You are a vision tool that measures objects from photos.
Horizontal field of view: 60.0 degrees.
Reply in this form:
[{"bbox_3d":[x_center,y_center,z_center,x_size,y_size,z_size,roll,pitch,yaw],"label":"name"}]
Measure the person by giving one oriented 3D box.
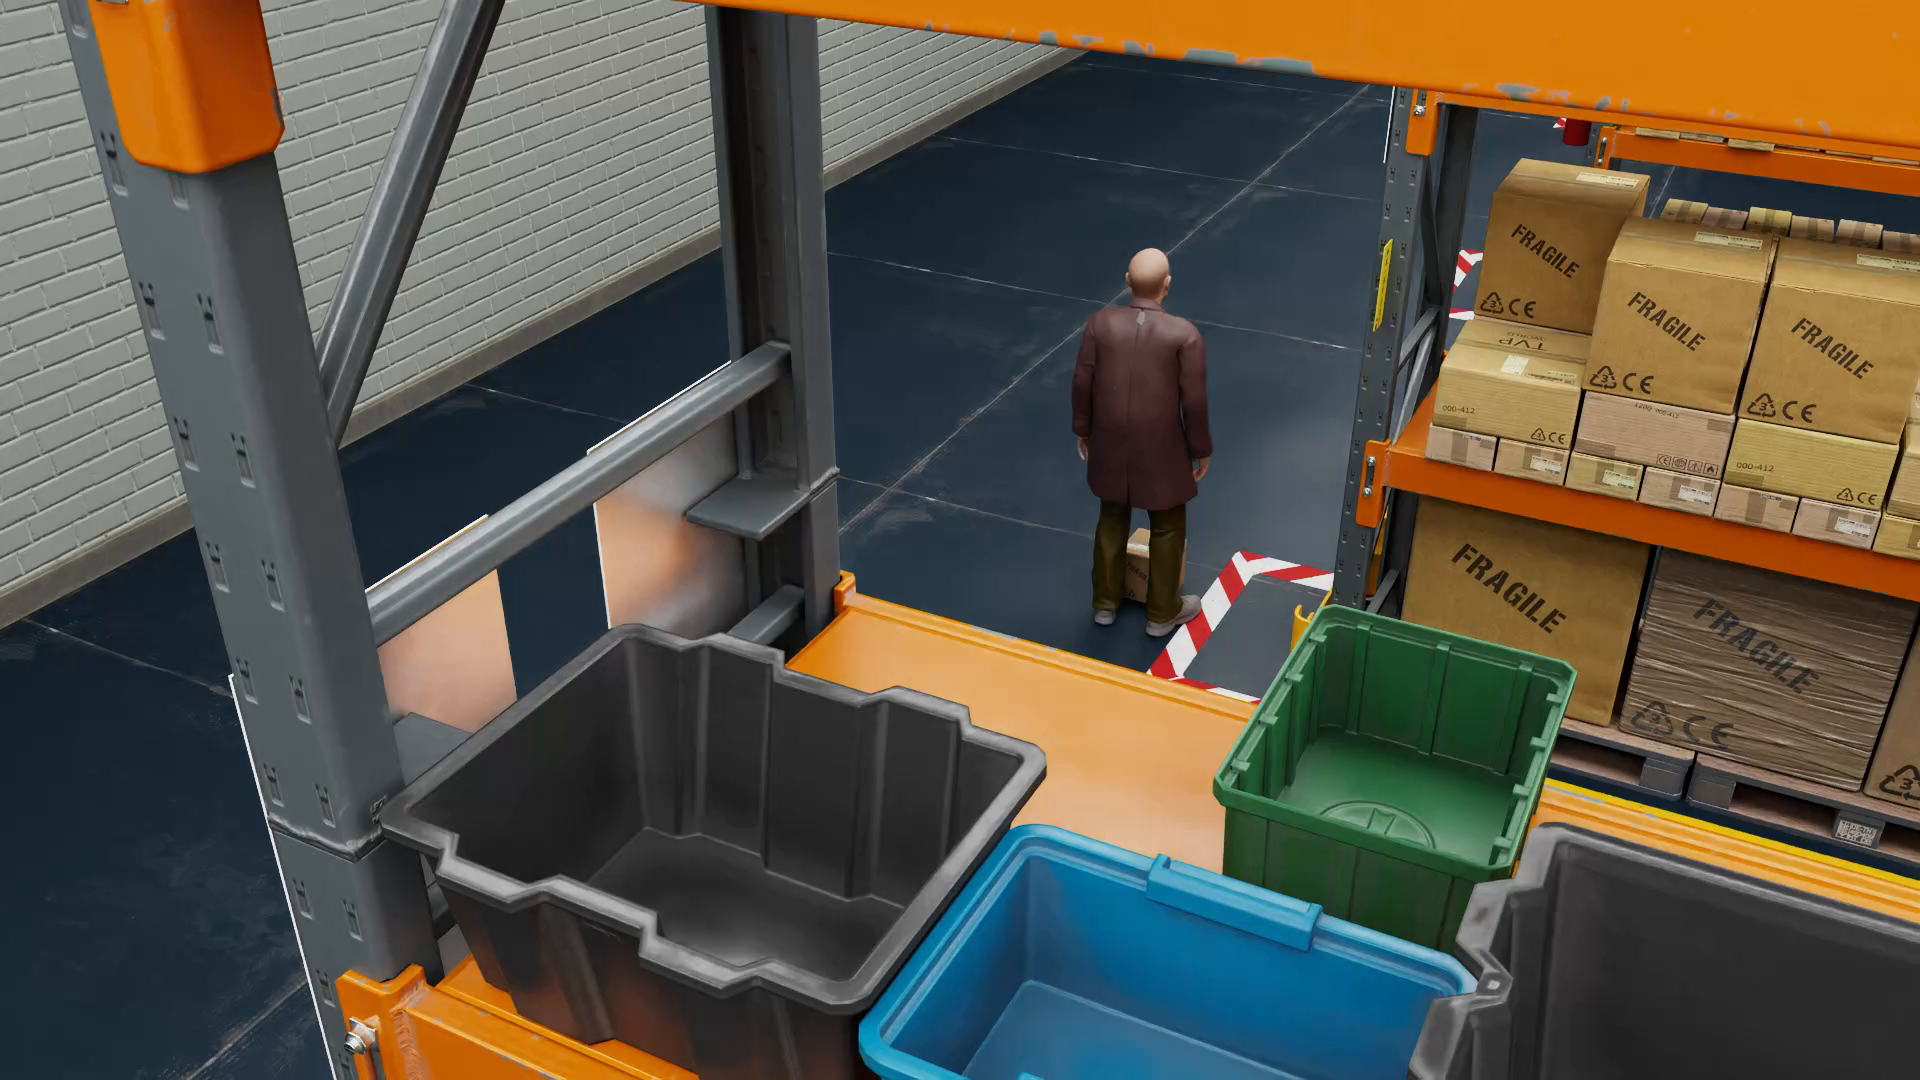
[{"bbox_3d":[0.800,-0.423,7.386,0.656,1.774,0.416,13,32,22],"label":"person"}]
